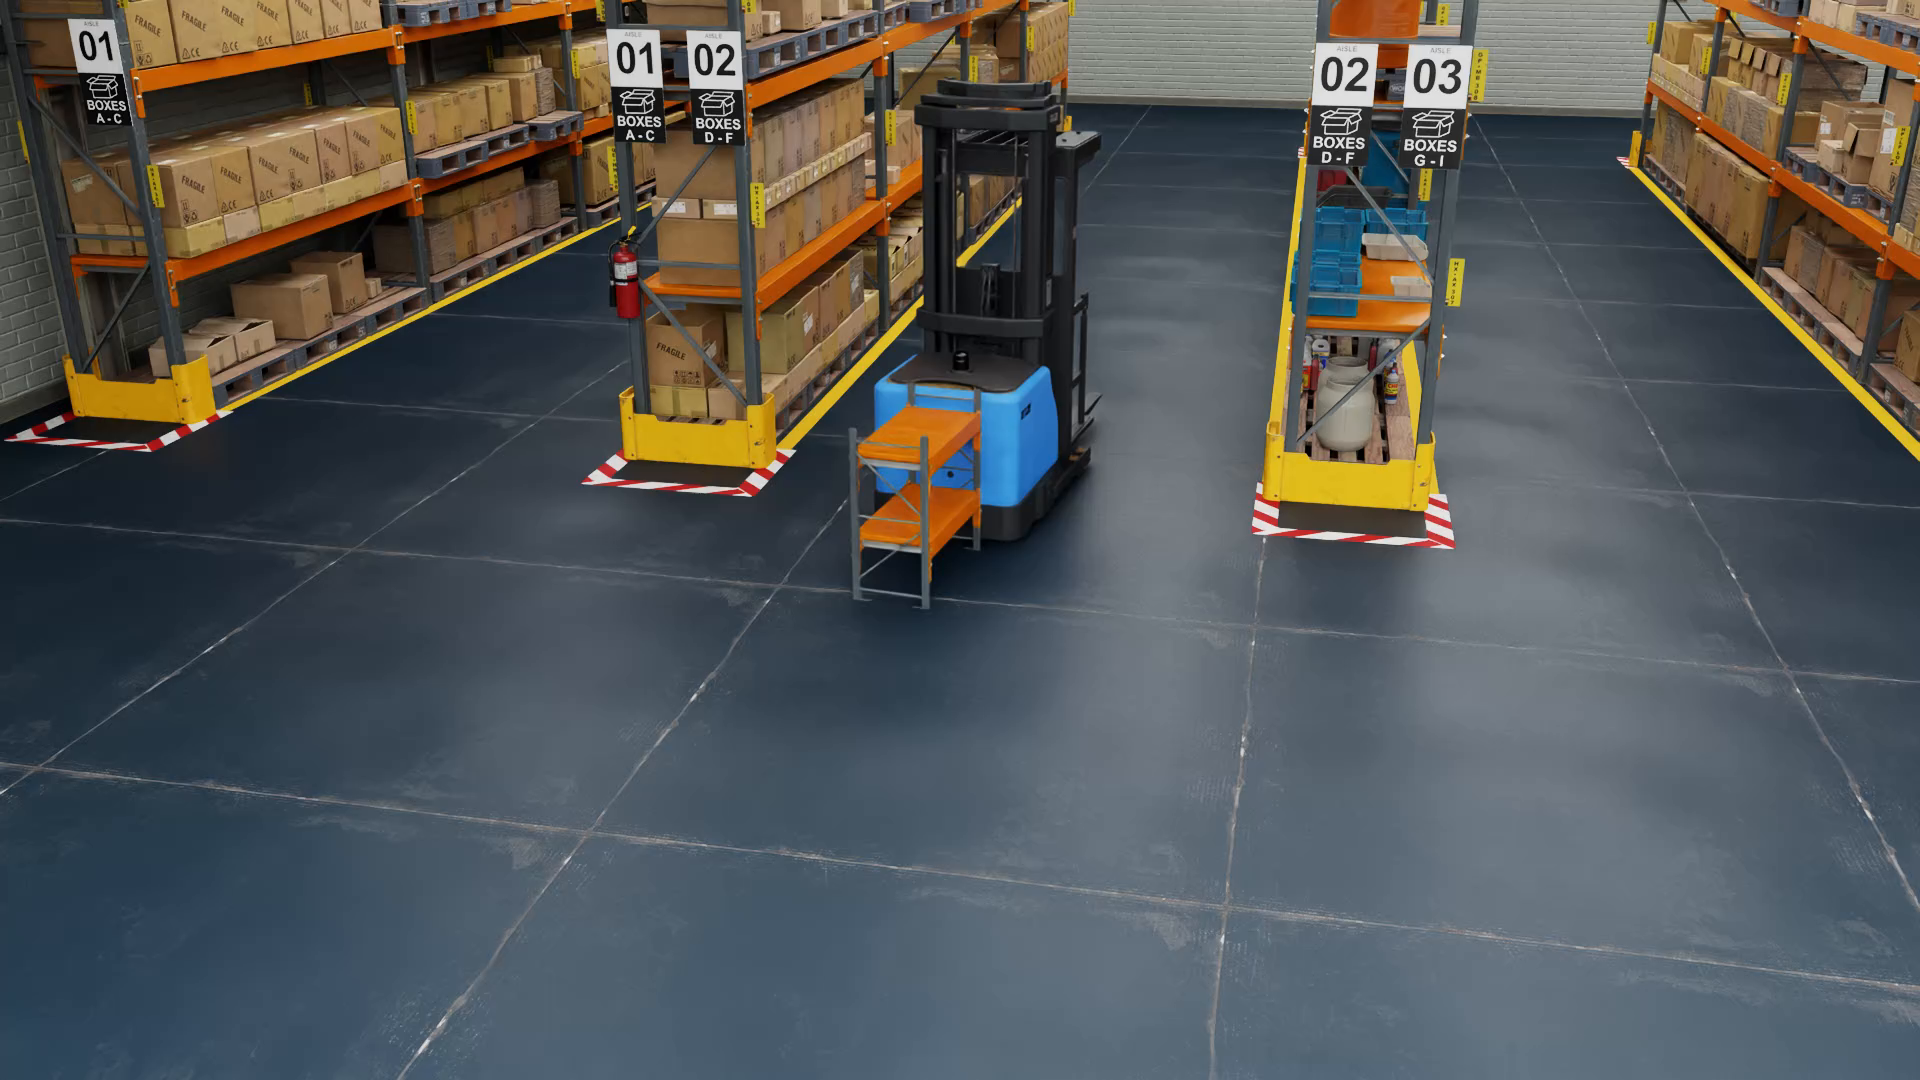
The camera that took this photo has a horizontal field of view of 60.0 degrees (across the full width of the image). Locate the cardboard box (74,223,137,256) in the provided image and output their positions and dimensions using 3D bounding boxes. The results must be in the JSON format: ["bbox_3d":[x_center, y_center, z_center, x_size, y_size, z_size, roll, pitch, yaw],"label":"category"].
[{"bbox_3d":[-6.963,-2.549,13.842,0.500,0.250,0.500,5,22,12],"label":"cardboard box"}]

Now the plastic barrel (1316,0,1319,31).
[{"bbox_3d":[3.538,-4.958,14.963,0.600,0.901,0.708,4,22,11],"label":"plastic barrel"}]

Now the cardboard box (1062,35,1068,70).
[{"bbox_3d":[1.422,-7.761,26.475,0.500,0.500,0.500,5,23,13],"label":"cardboard box"}]

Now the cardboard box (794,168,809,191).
[{"bbox_3d":[-1.466,-2.993,13.768,0.380,0.149,0.250,4,22,10],"label":"cardboard box"}]

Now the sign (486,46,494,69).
[{"bbox_3d":[-5.780,-5.928,20.507,0.100,0.325,0.005,4,22,11],"label":"sign"}]

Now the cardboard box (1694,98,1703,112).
[{"bbox_3d":[9.869,-5.700,21.827,0.380,0.149,0.250,5,22,11],"label":"cardboard box"}]

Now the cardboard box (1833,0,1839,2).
[{"bbox_3d":[8.857,-5.549,16.299,0.500,0.500,0.500,5,22,11],"label":"cardboard box"}]

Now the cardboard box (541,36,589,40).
[{"bbox_3d":[-5.180,-6.453,21.799,0.500,0.250,0.500,4,22,10],"label":"cardboard box"}]

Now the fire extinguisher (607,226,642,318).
[{"bbox_3d":[-2.497,-2.004,12.418,0.296,0.674,0.183,4,22,11],"label":"fire extinguisher"}]

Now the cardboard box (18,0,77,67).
[{"bbox_3d":[-7.031,-4.043,13.201,0.500,0.500,0.500,6,23,15],"label":"cardboard box"}]

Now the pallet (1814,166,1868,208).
[{"bbox_3d":[8.948,-3.401,16.039,1.003,0.211,1.213,4,22,11],"label":"pallet"}]

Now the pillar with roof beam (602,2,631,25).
[{"bbox_3d":[-0.909,-9.589,23.118,9.100,9.000,0.400,4,22,11],"label":"pillar with roof beam"}]

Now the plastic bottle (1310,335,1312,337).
[{"bbox_3d":[3.037,-1.774,14.701,0.144,0.351,0.185,4,22,9],"label":"plastic bottle"}]

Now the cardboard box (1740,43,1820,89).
[{"bbox_3d":[9.854,-5.707,20.033,0.797,0.503,0.637,5,22,12],"label":"cardboard box"}]

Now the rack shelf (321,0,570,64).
[{"bbox_3d":[-5.644,-5.676,18.379,1.077,0.370,4.000,4,22,11],"label":"rack shelf"}]

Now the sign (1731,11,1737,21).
[{"bbox_3d":[11.472,-7.743,24.698,0.100,0.325,0.005,4,22,11],"label":"sign"}]

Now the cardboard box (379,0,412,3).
[{"bbox_3d":[-5.862,-5.713,16.813,0.500,0.500,0.500,8,23,19],"label":"cardboard box"}]

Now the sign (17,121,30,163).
[{"bbox_3d":[-7.408,-3.157,13.205,0.100,0.325,0.005,4,22,11],"label":"sign"}]

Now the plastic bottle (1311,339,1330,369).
[{"bbox_3d":[3.100,-1.582,14.324,0.152,0.276,0.135,4,22,11],"label":"plastic bottle"}]

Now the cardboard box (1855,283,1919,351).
[{"bbox_3d":[8.642,-2.022,15.115,0.700,0.500,0.500,3,22,7],"label":"cardboard box"}]

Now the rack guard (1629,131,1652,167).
[{"bbox_3d":[10.949,-5.992,25.562,1.175,0.500,0.348,4,22,11],"label":"rack guard"}]

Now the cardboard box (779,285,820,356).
[{"bbox_3d":[-1.501,-1.861,14.074,0.500,0.500,0.500,4,22,11],"label":"cardboard box"}]

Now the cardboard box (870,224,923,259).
[{"bbox_3d":[-0.662,-3.194,17.637,0.500,0.311,0.500,4,22,9],"label":"cardboard box"}]

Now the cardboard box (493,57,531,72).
[{"bbox_3d":[-5.328,-5.654,19.786,0.380,0.149,0.250,1,22,2],"label":"cardboard box"}]

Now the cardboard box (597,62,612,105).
[{"bbox_3d":[-4.770,-5.892,21.410,0.500,0.500,0.500,5,23,13],"label":"cardboard box"}]

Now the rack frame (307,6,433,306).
[{"bbox_3d":[-6.052,-3.887,16.989,1.000,3.000,0.127,4,22,11],"label":"rack frame"}]

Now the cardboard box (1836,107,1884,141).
[{"bbox_3d":[9.224,-4.046,16.688,0.700,0.500,0.500,8,23,19],"label":"cardboard box"}]

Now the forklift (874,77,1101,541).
[{"bbox_3d":[0.363,-1.874,12.083,1.130,2.935,3.031,7,23,17],"label":"forklift"}]

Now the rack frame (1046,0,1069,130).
[{"bbox_3d":[1.247,-7.899,26.952,1.000,3.000,0.127,4,22,11],"label":"rack frame"}]

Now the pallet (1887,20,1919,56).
[{"bbox_3d":[8.726,-4.276,14.192,1.213,0.211,1.003,4,22,11],"label":"pallet"}]

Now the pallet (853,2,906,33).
[{"bbox_3d":[-1.035,-5.137,16.334,0.805,0.209,1.217,4,22,9],"label":"pallet"}]

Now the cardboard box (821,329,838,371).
[{"bbox_3d":[-1.383,-1.695,14.665,0.500,0.250,0.500,4,22,11],"label":"cardboard box"}]

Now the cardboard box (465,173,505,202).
[{"bbox_3d":[-5.609,-4.083,19.229,0.500,0.250,0.500,4,22,11],"label":"cardboard box"}]

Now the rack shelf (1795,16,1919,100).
[{"bbox_3d":[8.903,-4.543,15.567,1.077,0.370,4.000,4,22,11],"label":"rack shelf"}]

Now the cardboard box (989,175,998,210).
[{"bbox_3d":[0.196,-4.538,21.362,0.500,0.500,0.500,4,22,10],"label":"cardboard box"}]

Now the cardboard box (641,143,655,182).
[{"bbox_3d":[-4.604,-5.437,23.155,0.750,0.750,0.750,5,23,13],"label":"cardboard box"}]

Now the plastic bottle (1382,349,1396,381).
[{"bbox_3d":[3.637,-1.483,14.083,0.097,0.271,0.097,0,22,0],"label":"plastic bottle"}]

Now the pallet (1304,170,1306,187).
[{"bbox_3d":[5.391,-5.036,23.575,1.003,0.211,1.213,4,22,11],"label":"pallet"}]

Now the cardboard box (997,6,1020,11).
[{"bbox_3d":[0.692,-7.893,25.464,0.500,0.500,0.500,5,22,12],"label":"cardboard box"}]

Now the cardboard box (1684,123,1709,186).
[{"bbox_3d":[10.341,-5.124,22.344,0.875,0.875,0.875,4,22,11],"label":"cardboard box"}]

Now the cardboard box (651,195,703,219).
[{"bbox_3d":[-2.127,-2.549,12.666,0.380,0.149,0.250,4,22,10],"label":"cardboard box"}]

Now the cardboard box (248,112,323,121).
[{"bbox_3d":[-6.462,-3.830,16.017,0.500,0.500,0.500,4,22,11],"label":"cardboard box"}]

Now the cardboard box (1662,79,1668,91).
[{"bbox_3d":[10.341,-6.546,23.927,0.380,0.149,0.250,4,22,10],"label":"cardboard box"}]

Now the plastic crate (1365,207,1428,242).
[{"bbox_3d":[3.686,-2.637,14.086,0.499,0.251,0.616,4,22,11],"label":"plastic crate"}]

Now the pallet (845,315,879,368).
[{"bbox_3d":[-1.405,-1.930,15.862,1.003,0.211,1.213,4,22,11],"label":"pallet"}]

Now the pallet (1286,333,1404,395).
[{"bbox_3d":[3.469,-1.596,15.033,1.003,0.211,1.213,4,22,11],"label":"pallet"}]

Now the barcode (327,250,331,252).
[{"bbox_3d":[-6.397,-2.901,16.869,0.001,0.075,0.075,4,22,11],"label":"barcode"}]

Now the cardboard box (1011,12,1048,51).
[{"bbox_3d":[1.012,-7.474,24.424,0.500,0.500,0.500,4,22,9],"label":"cardboard box"}]

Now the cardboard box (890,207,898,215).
[{"bbox_3d":[-0.985,-3.605,18.657,0.500,0.311,0.500,4,22,9],"label":"cardboard box"}]

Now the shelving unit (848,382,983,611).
[{"bbox_3d":[-0.266,-0.301,10.595,0.538,1.125,1.048,7,23,17],"label":"shelving unit"}]

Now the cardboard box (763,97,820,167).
[{"bbox_3d":[-1.593,-3.445,14.023,0.700,0.500,0.500,4,22,11],"label":"cardboard box"}]

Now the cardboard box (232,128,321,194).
[{"bbox_3d":[-6.161,-3.421,15.004,0.500,0.500,0.500,5,23,13],"label":"cardboard box"}]

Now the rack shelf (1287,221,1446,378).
[{"bbox_3d":[3.238,-2.066,13.432,1.077,0.370,4.000,4,22,11],"label":"rack shelf"}]

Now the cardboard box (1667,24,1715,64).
[{"bbox_3d":[10.380,-7.031,23.596,0.500,0.500,0.500,4,22,9],"label":"cardboard box"}]

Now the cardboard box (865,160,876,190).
[{"bbox_3d":[-1.144,-3.624,16.538,0.500,0.250,0.500,6,23,14],"label":"cardboard box"}]
